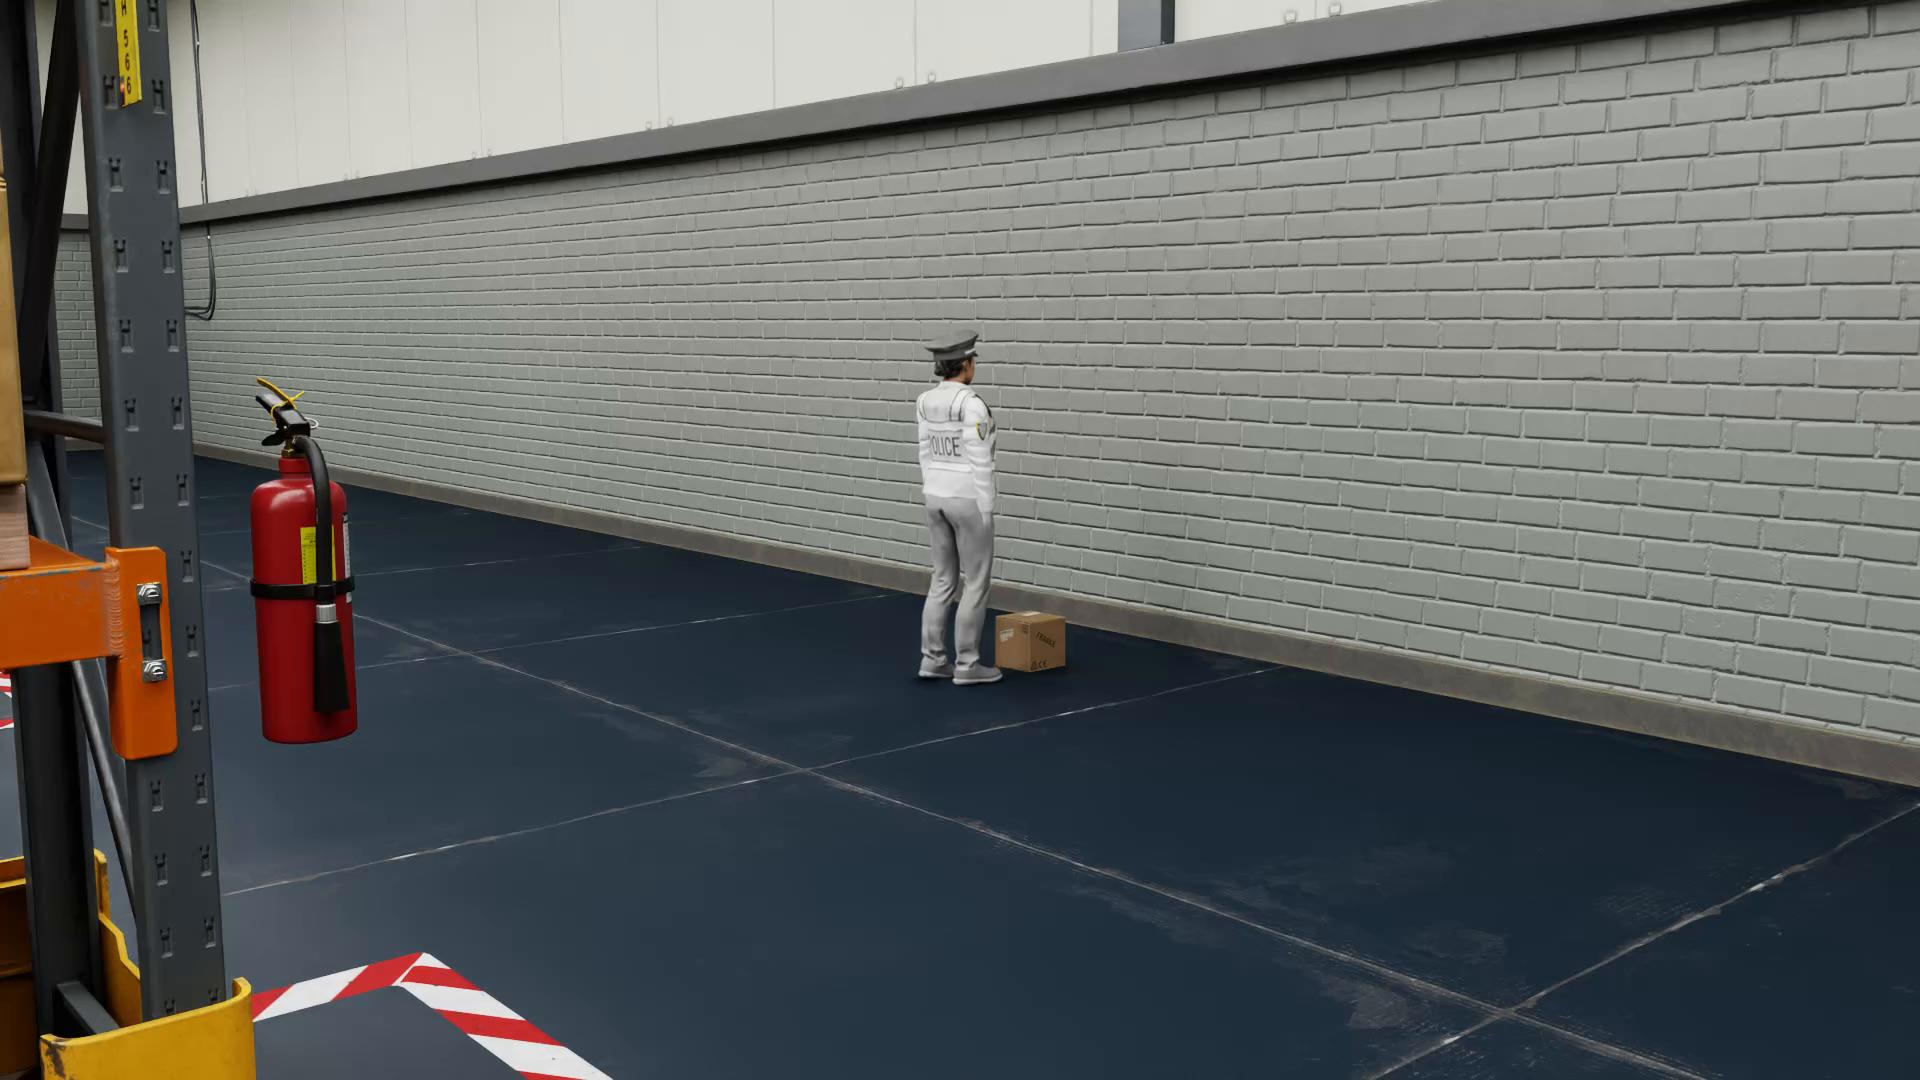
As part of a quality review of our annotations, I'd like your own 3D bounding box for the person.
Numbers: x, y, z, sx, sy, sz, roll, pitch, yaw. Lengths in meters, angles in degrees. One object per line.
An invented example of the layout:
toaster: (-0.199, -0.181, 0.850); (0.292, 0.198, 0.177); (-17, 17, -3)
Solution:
person: (-0.004, -0.152, 7.942); (0.341, 1.692, 0.466); (-6, 10, -39)
